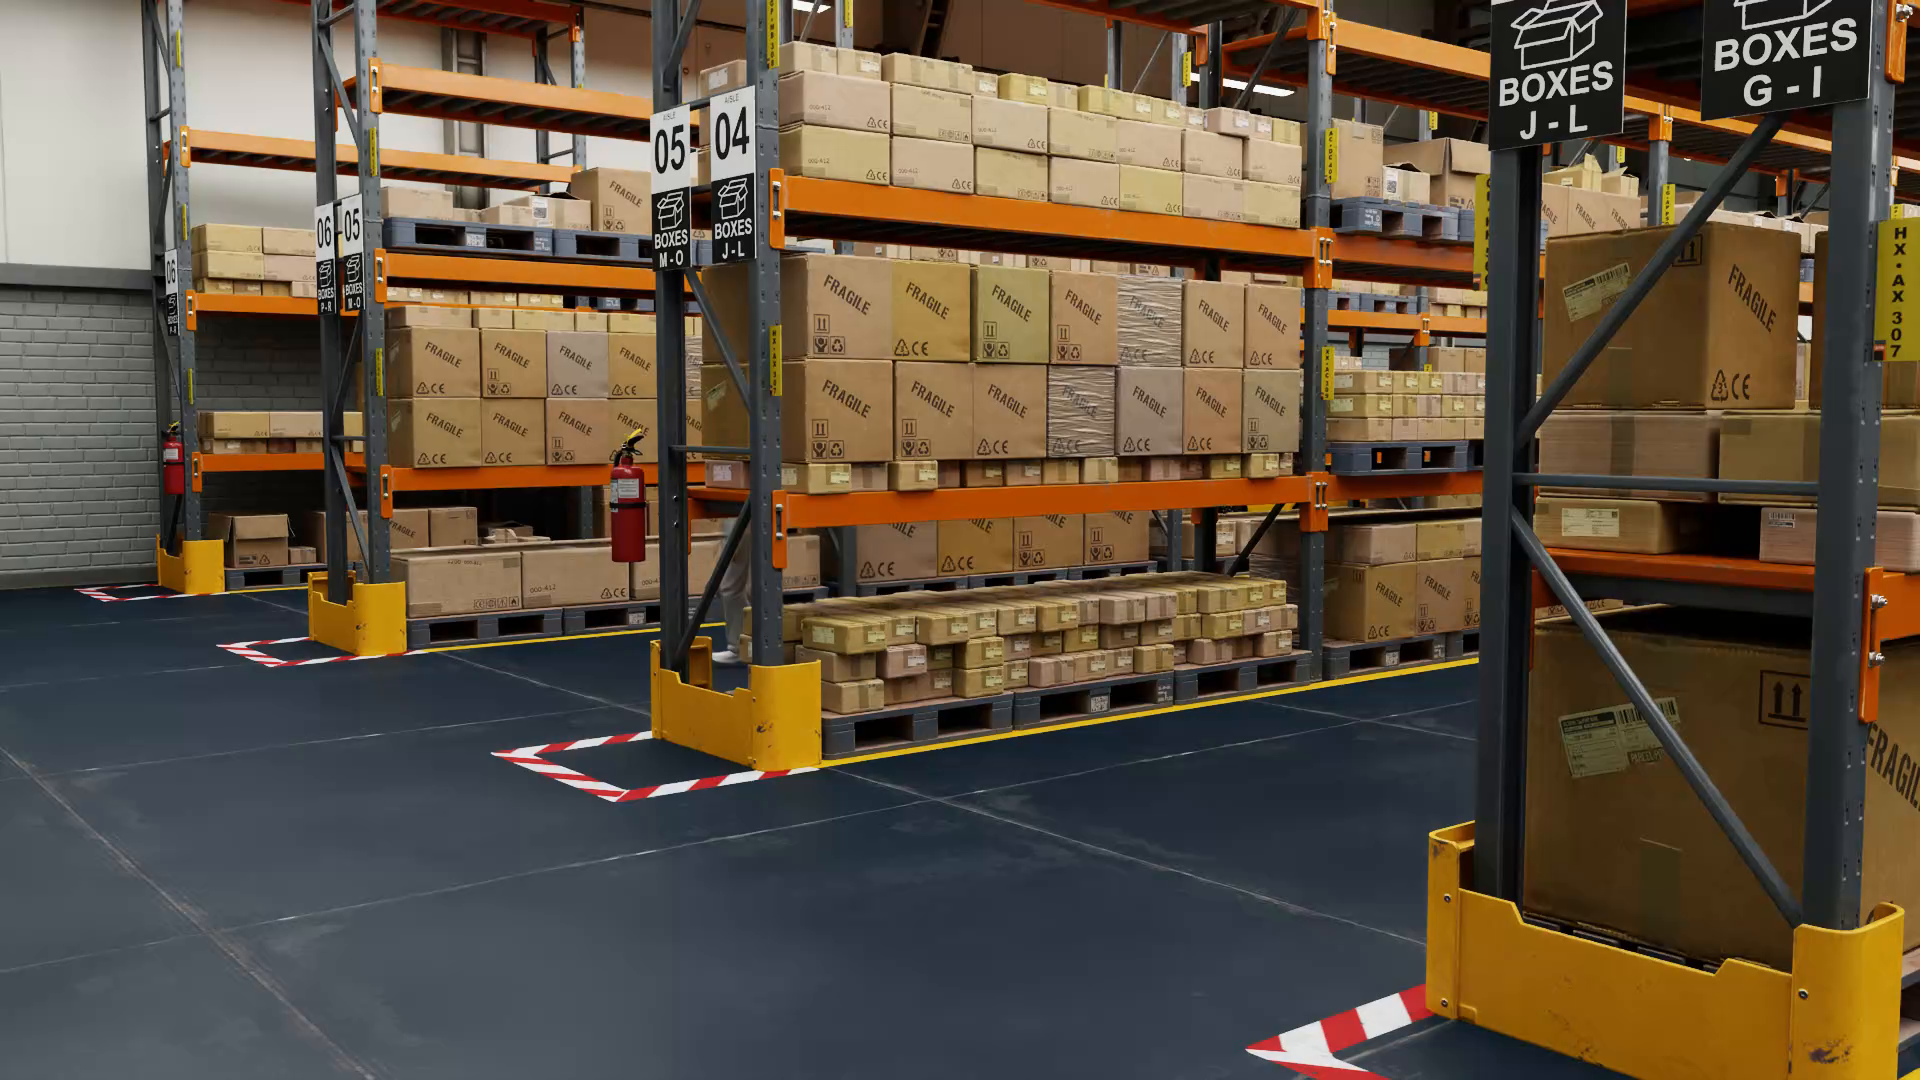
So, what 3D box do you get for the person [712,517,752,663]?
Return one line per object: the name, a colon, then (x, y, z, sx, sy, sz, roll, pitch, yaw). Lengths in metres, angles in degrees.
person: (-1.408, -0.011, 11.073, 0.526, 1.658, 0.441, -1, 4, -7)
